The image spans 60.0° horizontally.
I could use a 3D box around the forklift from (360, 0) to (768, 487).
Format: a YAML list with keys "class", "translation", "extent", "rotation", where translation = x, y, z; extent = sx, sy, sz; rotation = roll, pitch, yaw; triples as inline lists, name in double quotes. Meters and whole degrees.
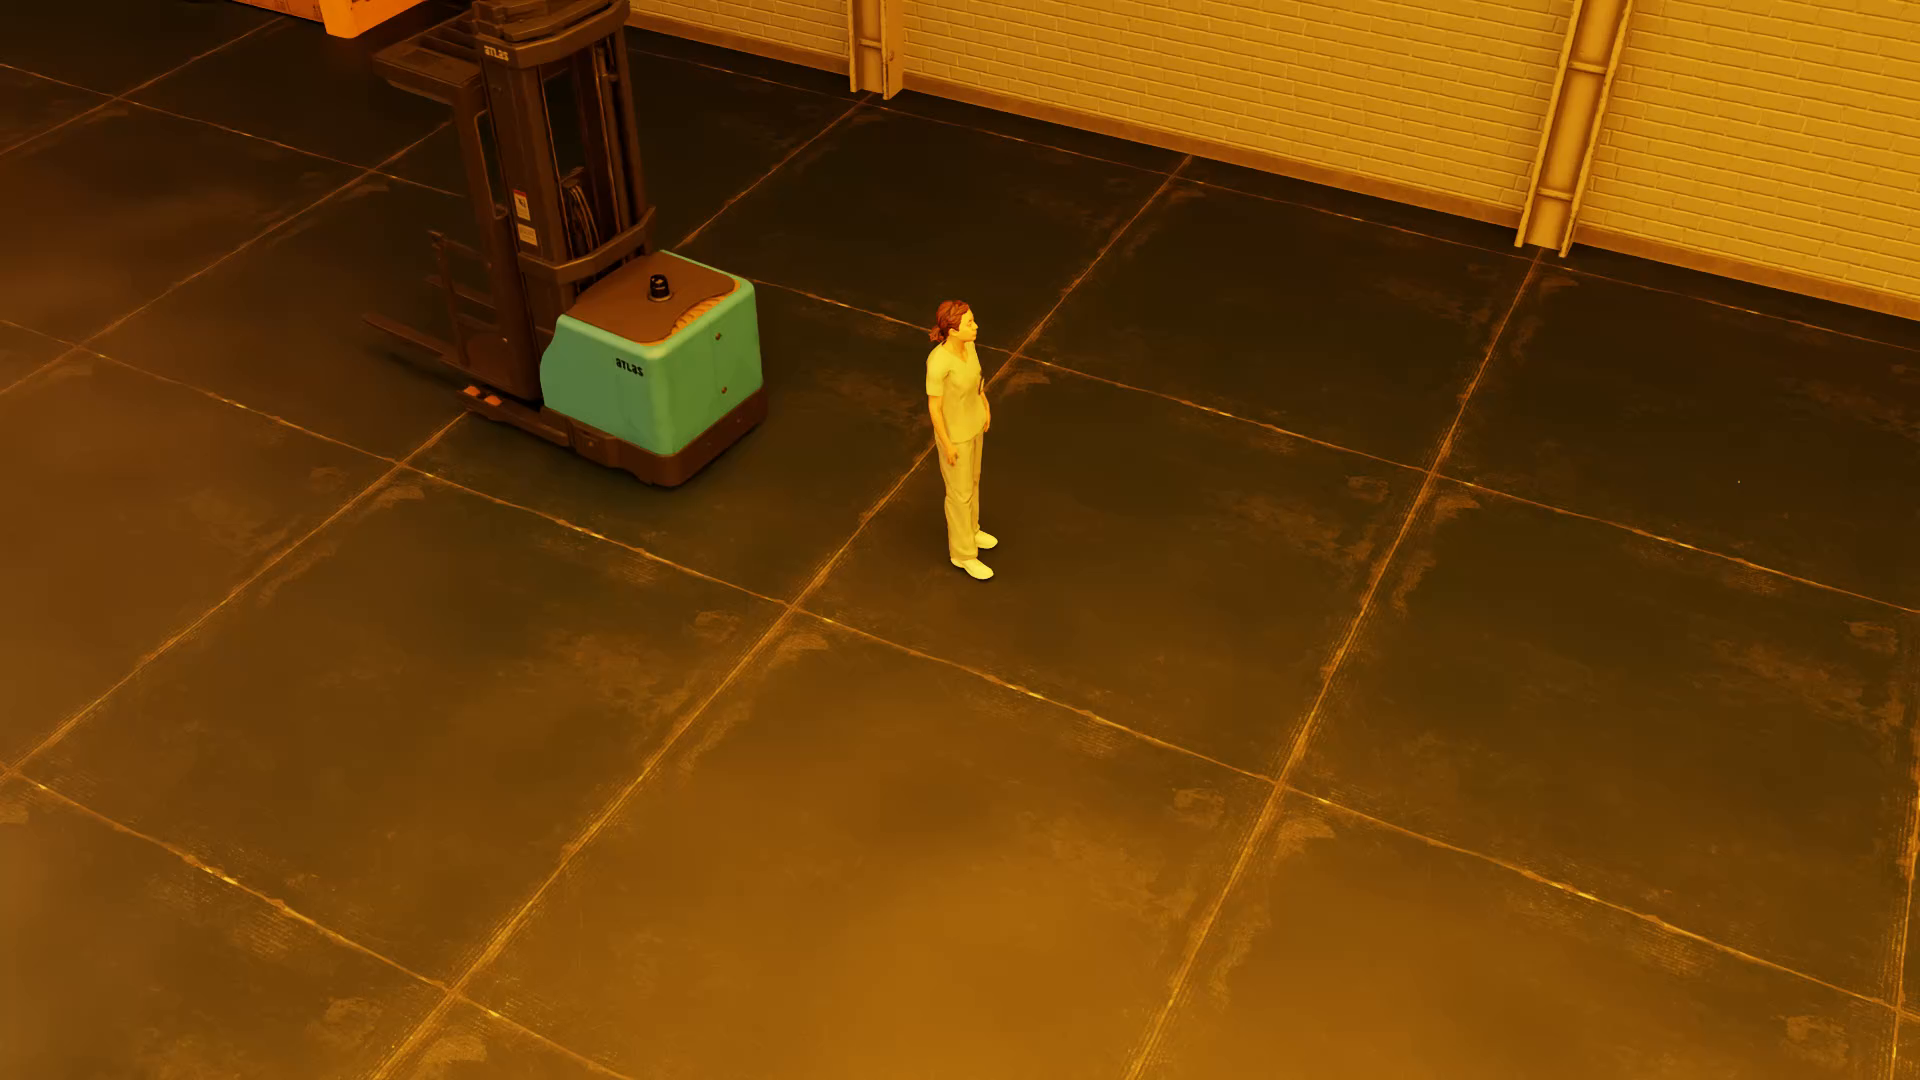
- class: "forklift"
  translation: [-2.804, -2.189, 10.586]
  extent: [3.031, 2.935, 1.130]
  rotation: [23, 45, 24]

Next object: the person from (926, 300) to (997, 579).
- class: "person"
  translation: [0.059, -0.617, 9.682]
  extent: [0.549, 1.675, 0.549]
  rotation: [18, 43, 21]
